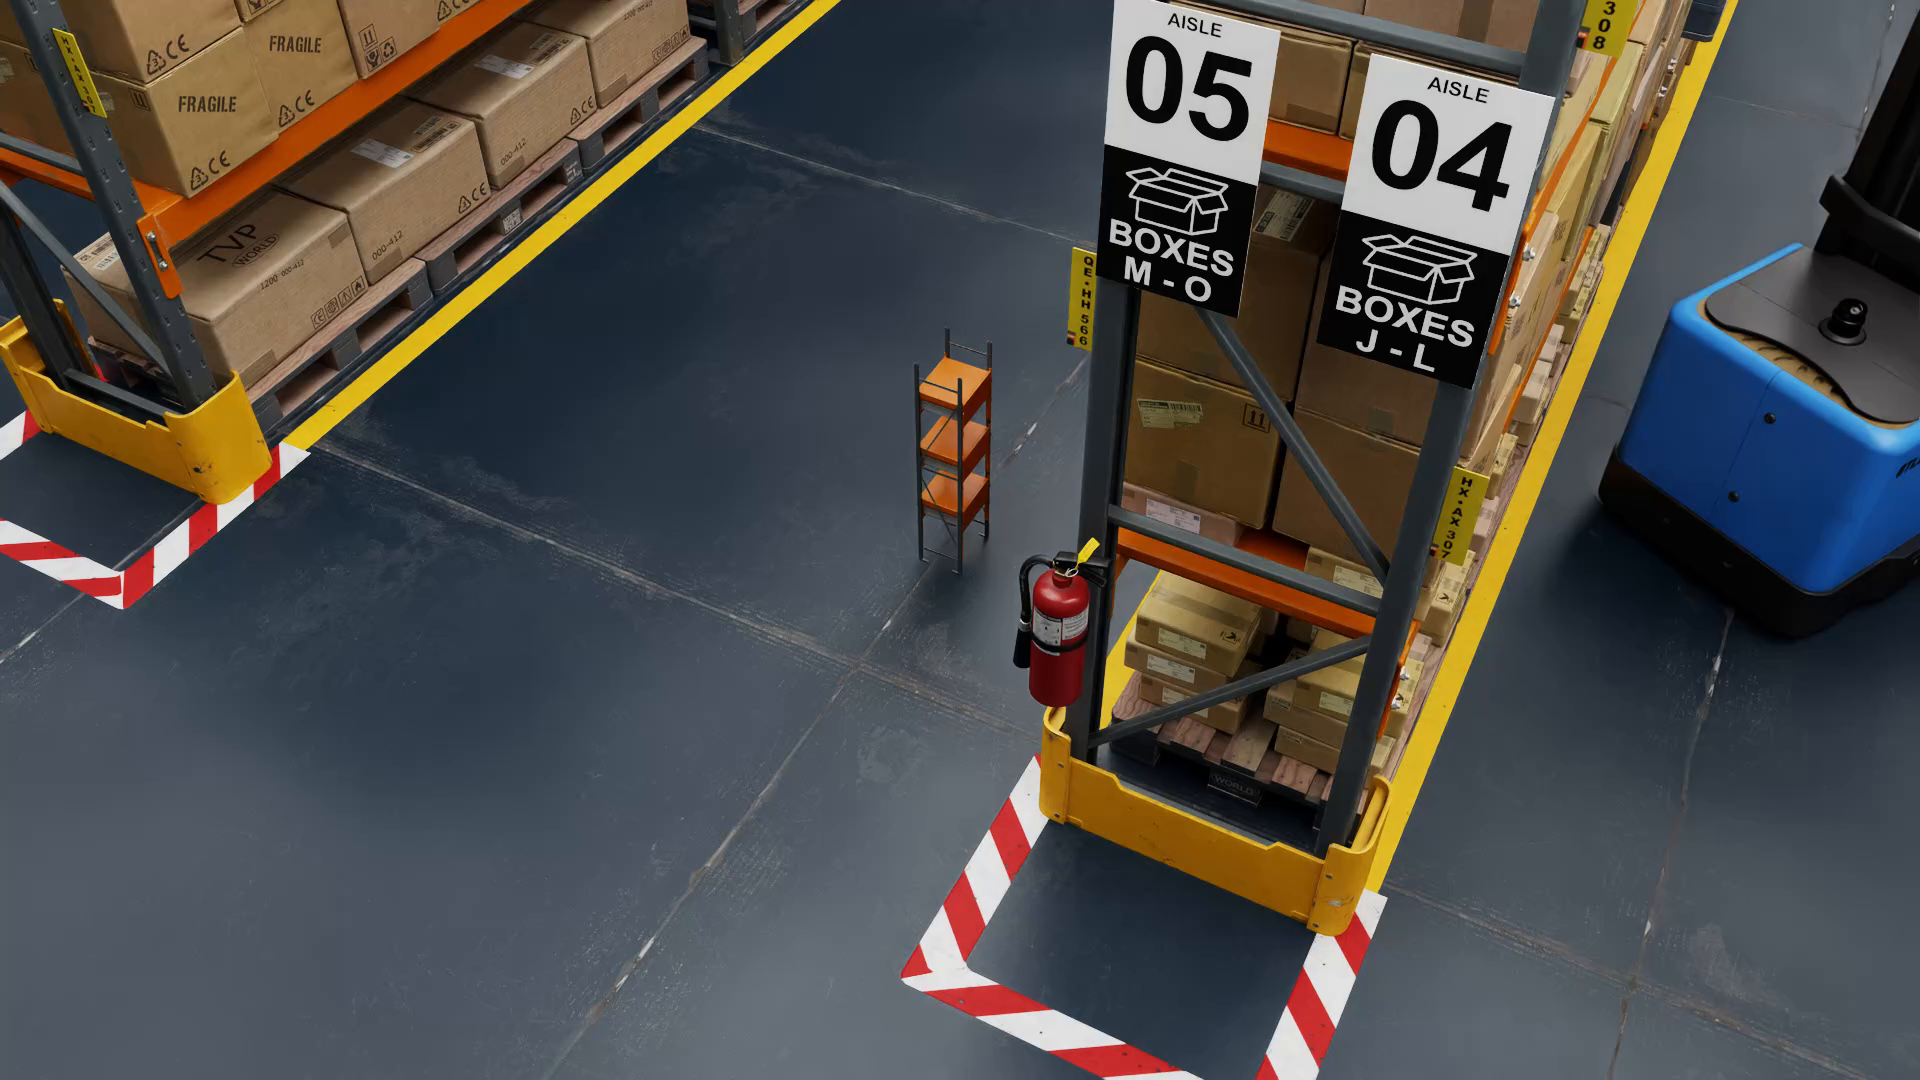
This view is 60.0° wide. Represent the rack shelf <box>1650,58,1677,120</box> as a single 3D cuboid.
[{"bbox_3d":[3.612,-3.461,8.848,1.077,0.370,4.000,20,49,19],"label":"rack shelf"}]

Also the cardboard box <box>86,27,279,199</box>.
[{"bbox_3d":[-3.128,-1.748,6.578,0.500,0.500,0.500,20,49,19],"label":"cardboard box"}]

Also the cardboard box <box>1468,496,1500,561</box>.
[{"bbox_3d":[1.954,-0.100,6.729,0.380,0.149,0.250,18,48,17],"label":"cardboard box"}]

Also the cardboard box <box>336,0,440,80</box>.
[{"bbox_3d":[-2.665,-2.390,7.213,0.500,0.500,0.500,20,49,19],"label":"cardboard box"}]

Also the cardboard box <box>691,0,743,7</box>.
[{"bbox_3d":[-1.531,-3.843,9.917,0.875,0.875,0.875,22,49,20],"label":"cardboard box"}]

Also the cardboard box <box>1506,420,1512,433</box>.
[{"bbox_3d":[2.149,-0.597,7.011,0.380,0.149,0.250,18,48,17],"label":"cardboard box"}]

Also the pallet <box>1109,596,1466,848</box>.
[{"bbox_3d":[1.270,0.498,6.389,1.003,0.211,1.213,20,49,19],"label":"pallet"}]

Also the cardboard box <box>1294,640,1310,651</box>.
[{"bbox_3d":[1.402,0.504,6.132,0.380,0.149,0.250,20,49,19],"label":"cardboard box"}]

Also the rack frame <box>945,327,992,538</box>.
[{"bbox_3d":[0.032,-0.412,6.699,0.200,1.050,0.008,20,49,19],"label":"rack frame"}]

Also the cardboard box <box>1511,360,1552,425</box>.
[{"bbox_3d":[2.208,-0.653,6.857,0.380,0.149,0.250,19,48,18],"label":"cardboard box"}]

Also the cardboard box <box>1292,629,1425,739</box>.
[{"bbox_3d":[1.371,0.493,5.724,0.380,0.149,0.250,18,48,17],"label":"cardboard box"}]

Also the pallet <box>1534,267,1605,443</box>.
[{"bbox_3d":[2.403,-1.039,7.909,1.003,0.211,1.213,20,49,19],"label":"pallet"}]

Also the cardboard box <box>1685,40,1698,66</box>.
[{"bbox_3d":[3.991,-3.078,9.425,0.500,0.500,0.500,18,48,17],"label":"cardboard box"}]

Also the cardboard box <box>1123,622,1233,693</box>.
[{"bbox_3d":[0.819,0.389,6.037,0.380,0.149,0.250,19,48,18],"label":"cardboard box"}]

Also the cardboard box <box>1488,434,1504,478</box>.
[{"bbox_3d":[1.521,-0.268,5.362,0.380,0.149,0.250,19,48,18],"label":"cardboard box"}]

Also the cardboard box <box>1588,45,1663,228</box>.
[{"bbox_3d":[2.235,-1.556,6.180,0.500,0.500,0.500,20,49,19],"label":"cardboard box"}]

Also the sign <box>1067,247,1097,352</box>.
[{"bbox_3d":[0.344,-0.648,4.525,0.100,0.325,0.005,20,49,19],"label":"sign"}]

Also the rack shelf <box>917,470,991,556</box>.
[{"bbox_3d":[-0.025,-0.133,6.828,0.215,0.259,0.240,20,49,19],"label":"rack shelf"}]

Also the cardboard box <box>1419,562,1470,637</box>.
[{"bbox_3d":[1.623,0.163,6.050,0.380,0.149,0.250,20,49,19],"label":"cardboard box"}]

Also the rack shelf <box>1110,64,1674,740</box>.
[{"bbox_3d":[1.755,-0.941,6.357,1.077,0.370,4.000,20,49,19],"label":"rack shelf"}]

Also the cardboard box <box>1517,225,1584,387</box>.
[{"bbox_3d":[1.744,-0.916,5.546,0.500,0.500,0.500,21,49,20],"label":"cardboard box"}]

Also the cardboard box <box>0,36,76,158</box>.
[{"bbox_3d":[-3.615,-1.931,6.759,0.500,0.500,0.500,21,49,19],"label":"cardboard box"}]

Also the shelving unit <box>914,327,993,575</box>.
[{"bbox_3d":[-0.025,-0.335,6.623,0.215,1.050,0.252,20,49,19],"label":"shelving unit"}]

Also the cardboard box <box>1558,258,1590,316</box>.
[{"bbox_3d":[2.556,-1.166,7.364,0.380,0.149,0.250,20,49,19],"label":"cardboard box"}]

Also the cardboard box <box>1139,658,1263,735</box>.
[{"bbox_3d":[0.886,0.520,6.116,0.380,0.149,0.250,21,49,20],"label":"cardboard box"}]

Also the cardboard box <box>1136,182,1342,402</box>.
[{"bbox_3d":[0.819,-0.796,4.725,0.500,0.500,0.500,20,49,18],"label":"cardboard box"}]

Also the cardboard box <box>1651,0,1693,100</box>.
[{"bbox_3d":[2.709,-2.196,6.812,0.500,0.500,0.500,21,49,19],"label":"cardboard box"}]

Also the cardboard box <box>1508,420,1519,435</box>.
[{"bbox_3d":[2.142,-0.446,7.071,0.380,0.149,0.250,21,49,20],"label":"cardboard box"}]

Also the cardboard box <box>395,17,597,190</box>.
[{"bbox_3d":[-2.549,-2.348,8.747,0.875,0.438,0.875,19,48,18],"label":"cardboard box"}]

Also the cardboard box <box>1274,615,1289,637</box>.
[{"bbox_3d":[1.115,0.186,6.446,0.380,0.149,0.250,20,49,19],"label":"cardboard box"}]

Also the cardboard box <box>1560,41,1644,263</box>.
[{"bbox_3d":[1.760,-1.261,5.185,0.500,0.500,0.500,19,48,18],"label":"cardboard box"}]

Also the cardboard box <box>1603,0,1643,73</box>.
[{"bbox_3d":[1.510,-1.465,4.365,0.500,0.250,0.500,22,49,20],"label":"cardboard box"}]

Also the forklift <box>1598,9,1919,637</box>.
[{"bbox_3d":[4.242,-1.478,6.430,3.031,2.935,1.130,-25,51,-23],"label":"forklift"}]

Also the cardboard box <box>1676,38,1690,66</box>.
[{"bbox_3d":[3.505,-2.701,8.526,0.500,0.250,0.500,22,49,20],"label":"cardboard box"}]

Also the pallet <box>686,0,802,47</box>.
[{"bbox_3d":[-1.456,-3.556,10.396,1.003,0.211,1.213,20,49,19],"label":"pallet"}]

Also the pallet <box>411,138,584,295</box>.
[{"bbox_3d":[-2.735,-1.820,8.680,1.003,0.211,1.213,20,49,19],"label":"pallet"}]

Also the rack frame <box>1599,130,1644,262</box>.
[{"bbox_3d":[2.683,-2.454,7.346,1.000,3.000,0.127,20,49,19],"label":"rack frame"}]

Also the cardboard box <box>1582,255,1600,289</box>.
[{"bbox_3d":[2.704,-1.226,7.633,0.380,0.149,0.250,18,48,17],"label":"cardboard box"}]

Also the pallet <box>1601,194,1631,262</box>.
[{"bbox_3d":[3.044,-1.965,8.823,1.003,0.211,1.213,20,49,19],"label":"pallet"}]

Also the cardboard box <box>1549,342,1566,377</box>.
[{"bbox_3d":[2.543,-0.916,7.536,0.380,0.149,0.250,19,48,18],"label":"cardboard box"}]

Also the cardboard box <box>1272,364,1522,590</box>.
[{"bbox_3d":[1.280,-0.266,4.904,0.500,0.500,0.500,23,50,21],"label":"cardboard box"}]

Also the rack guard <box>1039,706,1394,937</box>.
[{"bbox_3d":[0.862,0.897,5.792,1.175,0.500,0.348,20,49,19],"label":"rack guard"}]

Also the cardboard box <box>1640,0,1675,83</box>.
[{"bbox_3d":[2.219,-1.915,5.831,0.500,0.500,0.500,22,49,20],"label":"cardboard box"}]

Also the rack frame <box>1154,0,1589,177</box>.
[{"bbox_3d":[0.827,-2.043,2.722,1.000,3.000,0.127,20,49,19],"label":"rack frame"}]

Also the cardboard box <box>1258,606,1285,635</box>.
[{"bbox_3d":[1.015,0.155,6.059,0.380,0.149,0.250,21,49,20],"label":"cardboard box"}]

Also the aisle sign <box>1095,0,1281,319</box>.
[{"bbox_3d":[0.527,-0.901,3.984,0.394,0.787,0.004,20,49,19],"label":"aisle sign"}]

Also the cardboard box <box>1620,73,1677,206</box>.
[{"bbox_3d":[3.261,-2.101,8.460,0.500,0.500,0.500,22,49,21],"label":"cardboard box"}]

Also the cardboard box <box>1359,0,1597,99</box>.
[{"bbox_3d":[1.265,-1.309,3.859,0.500,0.250,0.500,21,49,20],"label":"cardboard box"}]

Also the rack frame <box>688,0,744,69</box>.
[{"bbox_3d":[-1.748,-4.025,8.899,1.000,3.000,0.127,20,49,19],"label":"rack frame"}]

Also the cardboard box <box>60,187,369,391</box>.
[{"bbox_3d":[-3.387,-1.201,7.614,0.875,0.438,0.875,19,48,18],"label":"cardboard box"}]

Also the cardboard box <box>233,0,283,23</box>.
[{"bbox_3d":[-2.896,-2.428,6.547,0.500,0.500,0.500,19,48,18],"label":"cardboard box"}]

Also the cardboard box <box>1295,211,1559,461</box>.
[{"bbox_3d":[1.270,-0.621,4.552,0.500,0.500,0.500,20,49,19],"label":"cardboard box"}]

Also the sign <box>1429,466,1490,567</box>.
[{"bbox_3d":[1.307,-0.060,4.371,0.100,0.325,0.005,20,49,19],"label":"sign"}]

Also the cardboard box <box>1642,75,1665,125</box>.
[{"bbox_3d":[2.735,-1.910,6.986,0.380,0.149,0.250,19,48,18],"label":"cardboard box"}]

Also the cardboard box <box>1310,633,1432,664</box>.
[{"bbox_3d":[1.474,0.416,6.009,0.380,0.149,0.250,20,49,19],"label":"cardboard box"}]

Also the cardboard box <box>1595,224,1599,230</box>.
[{"bbox_3d":[2.749,-1.499,7.693,0.380,0.149,0.250,22,49,20],"label":"cardboard box"}]
